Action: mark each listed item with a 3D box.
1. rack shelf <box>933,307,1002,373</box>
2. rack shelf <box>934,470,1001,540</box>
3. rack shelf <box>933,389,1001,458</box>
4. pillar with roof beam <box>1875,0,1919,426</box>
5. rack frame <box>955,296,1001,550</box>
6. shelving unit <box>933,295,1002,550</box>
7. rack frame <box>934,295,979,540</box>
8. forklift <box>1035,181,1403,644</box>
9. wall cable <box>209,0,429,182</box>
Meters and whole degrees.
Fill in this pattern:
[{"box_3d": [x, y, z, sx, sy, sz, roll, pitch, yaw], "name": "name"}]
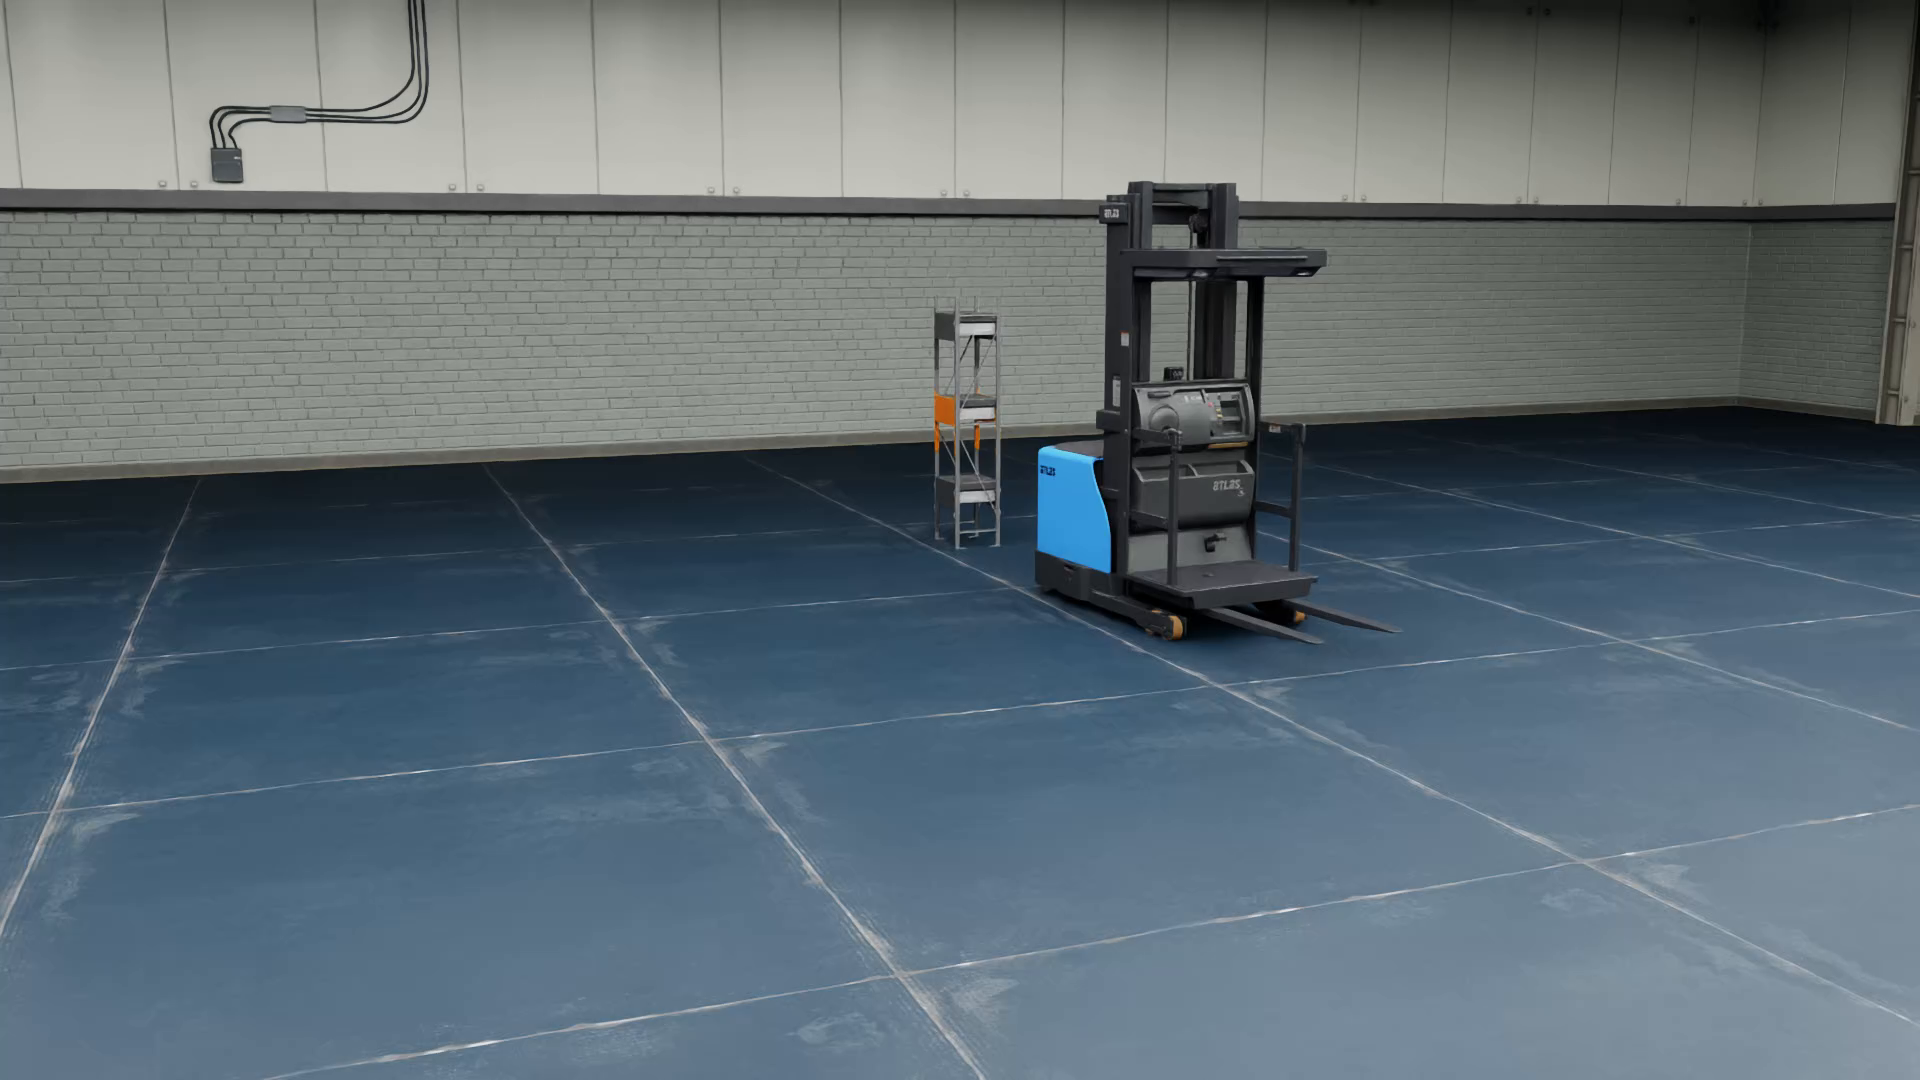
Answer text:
[{"box_3d": [0.060, -1.683, 13.964, 0.431, 0.518, 0.480, -4, 11, -21], "name": "rack shelf"}, {"box_3d": [0.060, -0.304, 14.209, 0.431, 0.518, 0.480, -4, 11, -21], "name": "rack shelf"}, {"box_3d": [0.060, -0.993, 14.087, 0.431, 0.518, 0.480, -4, 11, -21], "name": "rack shelf"}, {"box_3d": [9.303, -5.806, 21.367, 9.100, 9.000, 0.400, -4, 11, -21], "name": "pillar with roof beam"}, {"box_3d": [0.148, -0.967, 13.860, 0.400, 2.100, 0.015, -4, 11, -21], "name": "rack frame"}, {"box_3d": [0.060, -1.007, 14.084, 0.431, 2.100, 0.503, -4, 11, -21], "name": "shelving unit"}, {"box_3d": [-0.028, -1.047, 14.308, 0.400, 2.100, 0.015, -4, 11, -21], "name": "rack frame"}, {"box_3d": [1.681, -0.880, 10.995, 1.130, 2.935, 3.031, -5, 11, -27], "name": "forklift"}, {"box_3d": [-7.025, -6.920, 17.915, 2.305, 6.003, 0.169, -4, 11, -21], "name": "wall cable"}]
